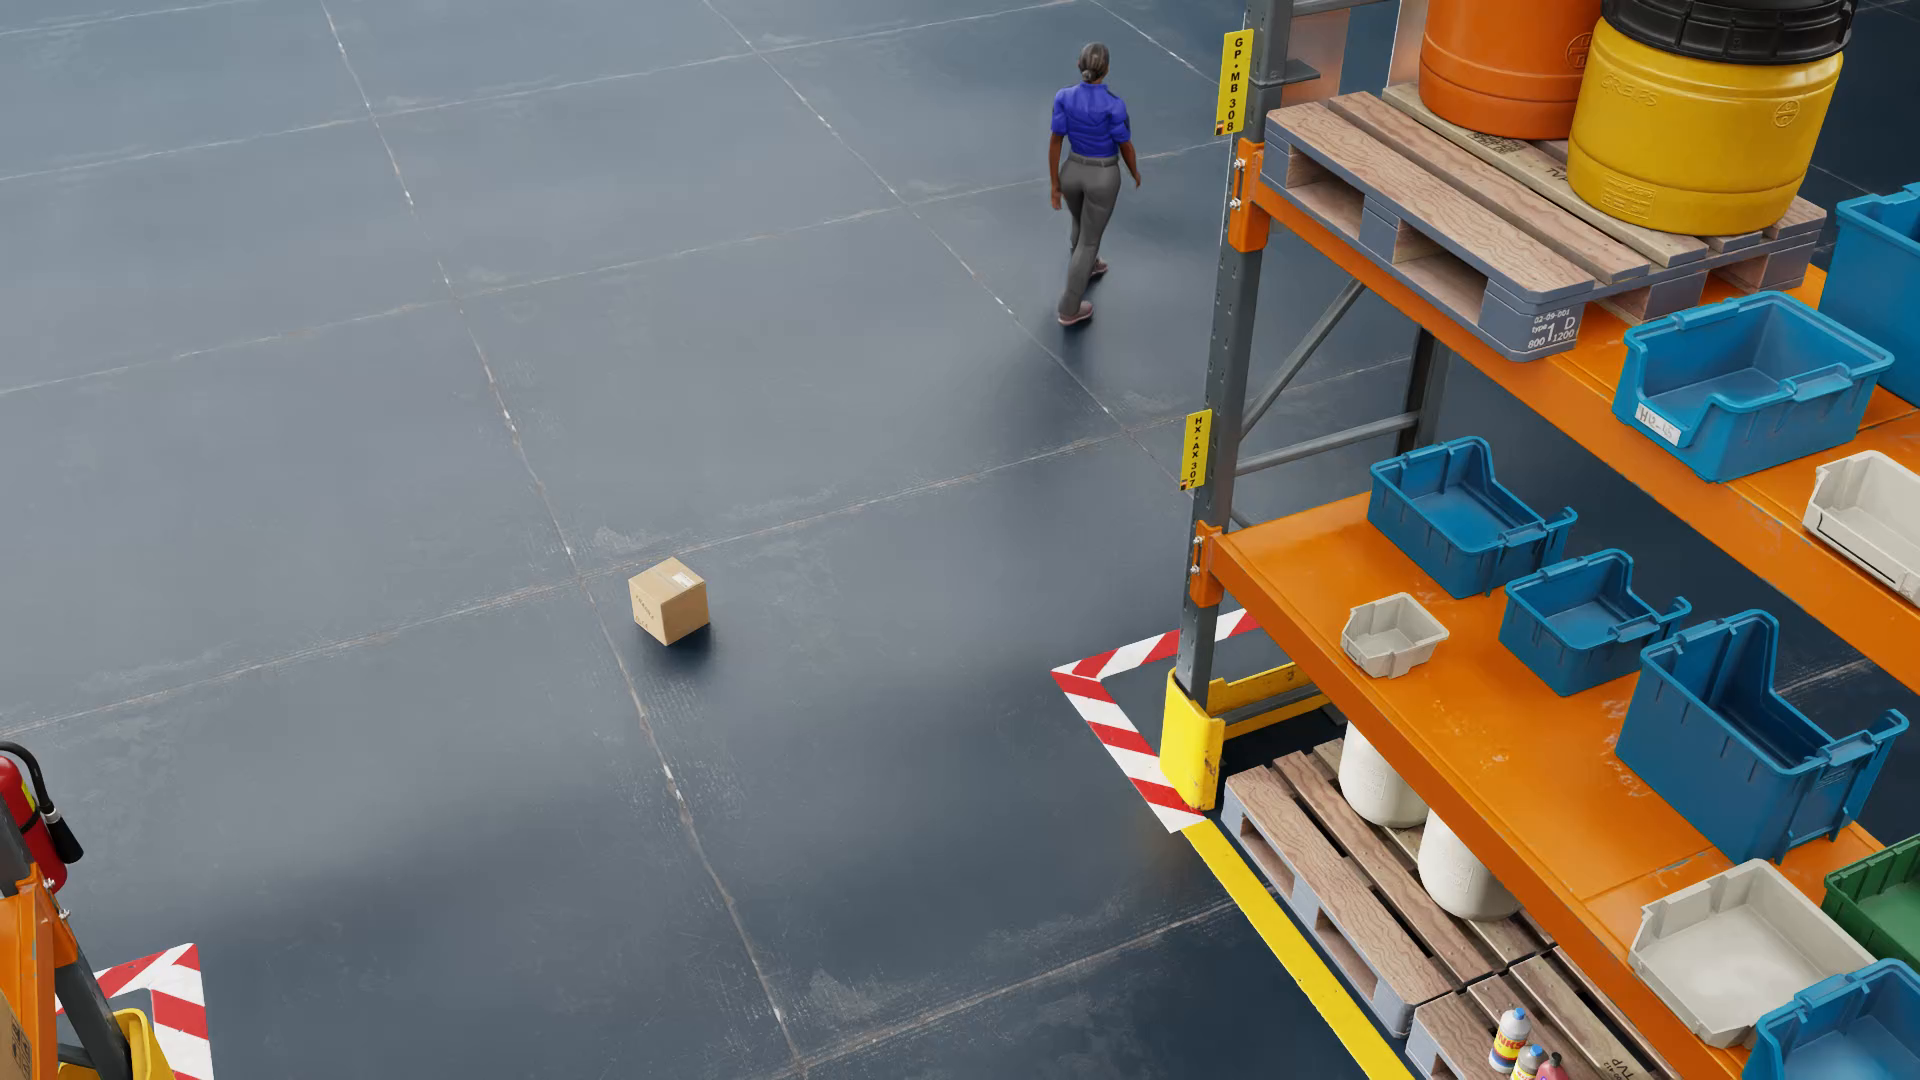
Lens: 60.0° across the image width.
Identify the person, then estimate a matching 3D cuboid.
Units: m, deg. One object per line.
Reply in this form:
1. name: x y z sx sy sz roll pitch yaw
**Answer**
1. person: 0.804 -2.110 9.597 0.456 1.636 0.852 20 42 24
